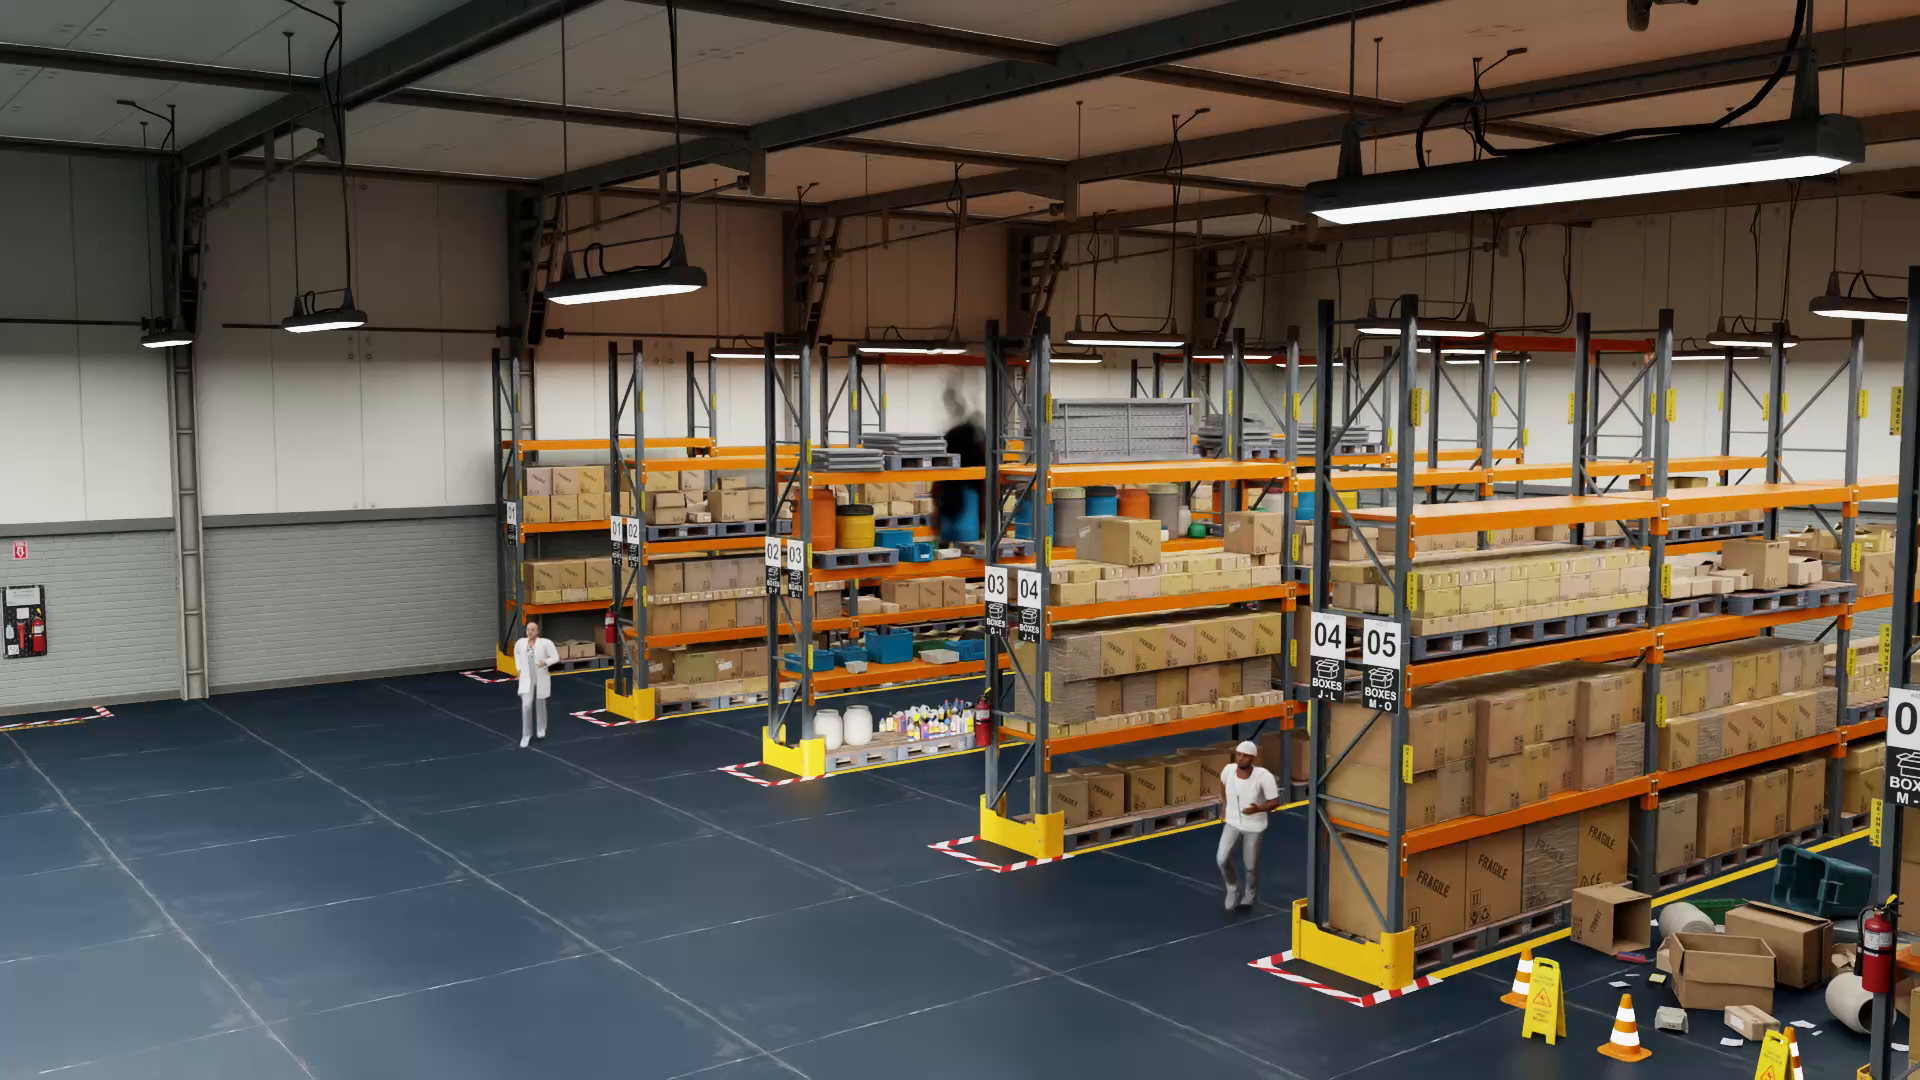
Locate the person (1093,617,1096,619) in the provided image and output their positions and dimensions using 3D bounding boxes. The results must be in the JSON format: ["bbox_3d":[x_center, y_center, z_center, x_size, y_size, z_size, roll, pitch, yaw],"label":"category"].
[{"bbox_3d":[2.658,1.754,29.366,0.654,1.715,0.735,5,7,44],"label":"person"}]

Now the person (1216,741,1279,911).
[{"bbox_3d":[2.830,2.842,16.516,0.686,1.738,0.716,3,6,29],"label":"person"}]

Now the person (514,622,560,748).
[{"bbox_3d":[-6.262,2.123,24.590,0.694,1.842,0.834,-1,5,-6],"label":"person"}]
